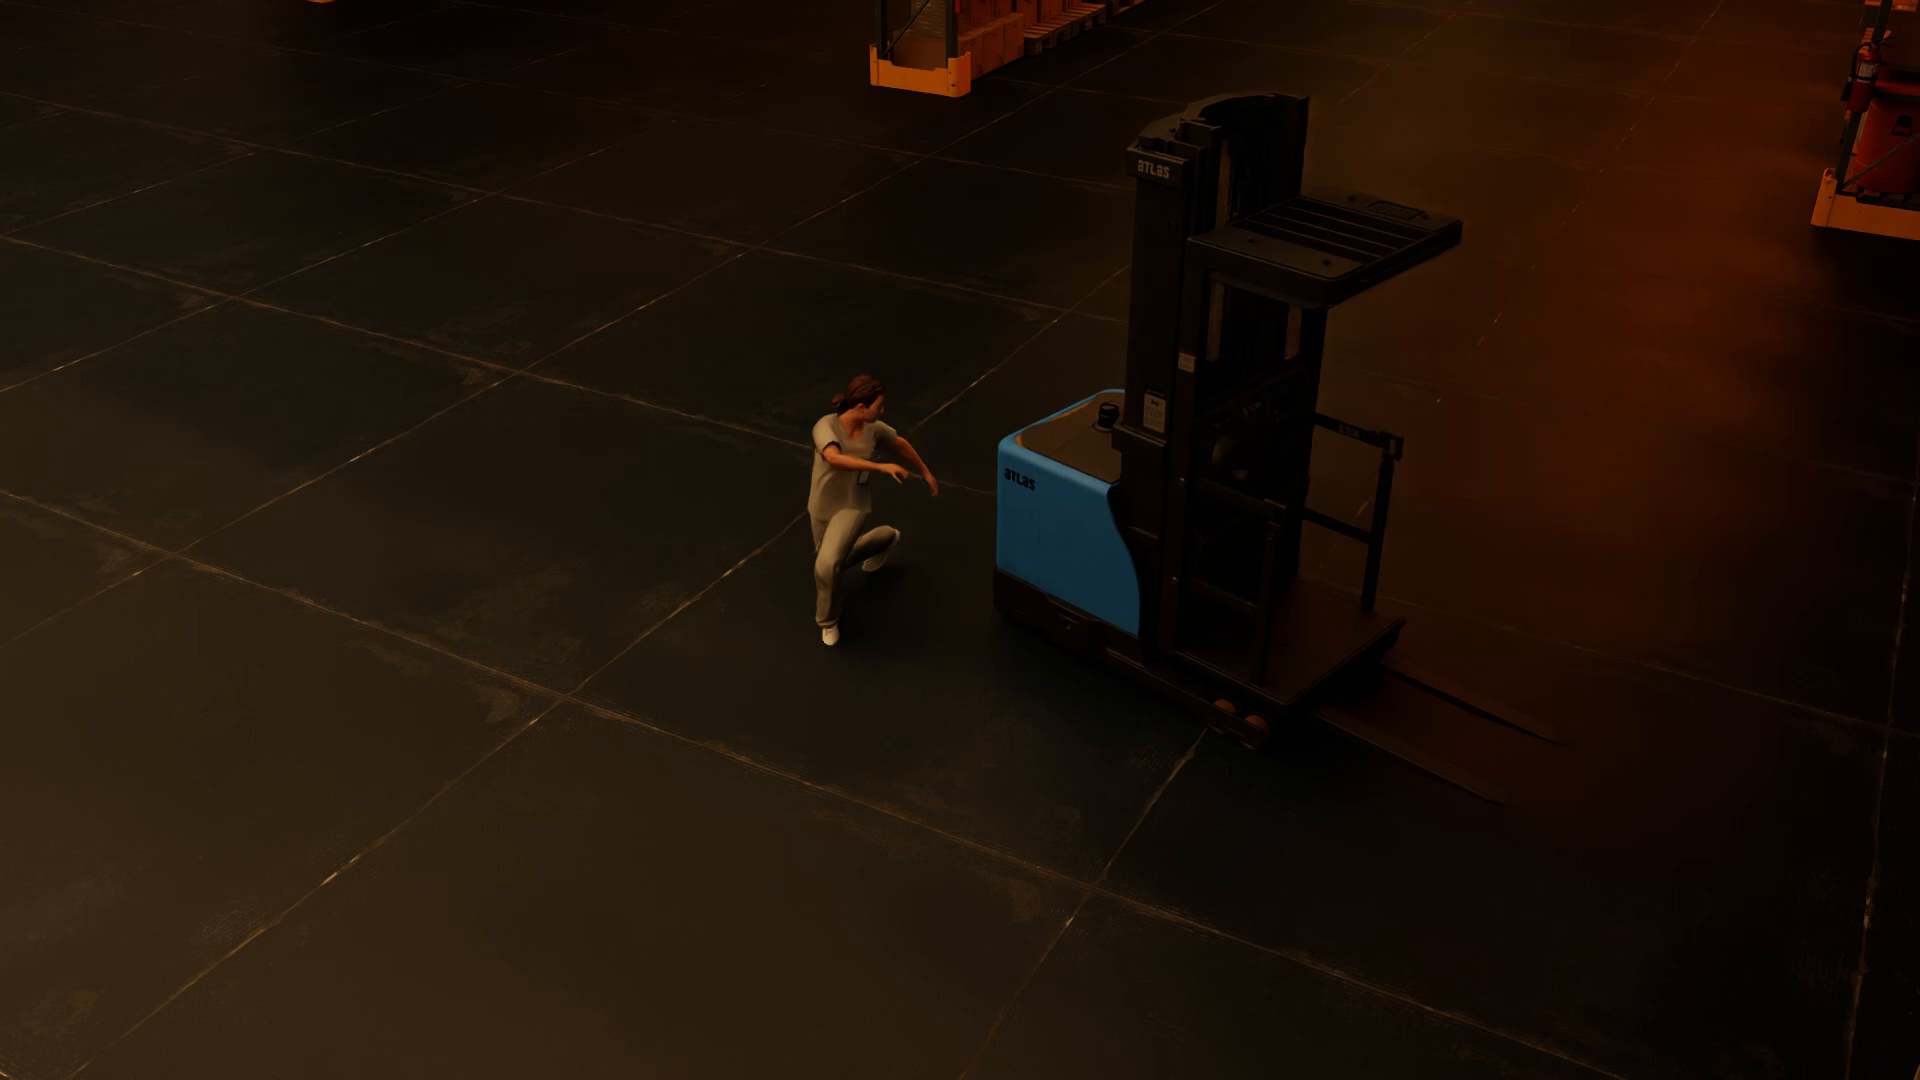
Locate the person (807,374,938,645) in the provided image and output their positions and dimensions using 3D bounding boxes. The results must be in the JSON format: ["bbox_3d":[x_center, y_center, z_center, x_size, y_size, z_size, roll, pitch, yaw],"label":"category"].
[{"bbox_3d":[-0.499,-0.224,9.038,0.666,1.447,0.942,4,30,8],"label":"person"}]

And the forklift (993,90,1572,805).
[{"bbox_3d":[1.593,-0.530,7.989,3.031,2.935,1.130,26,39,37],"label":"forklift"}]
